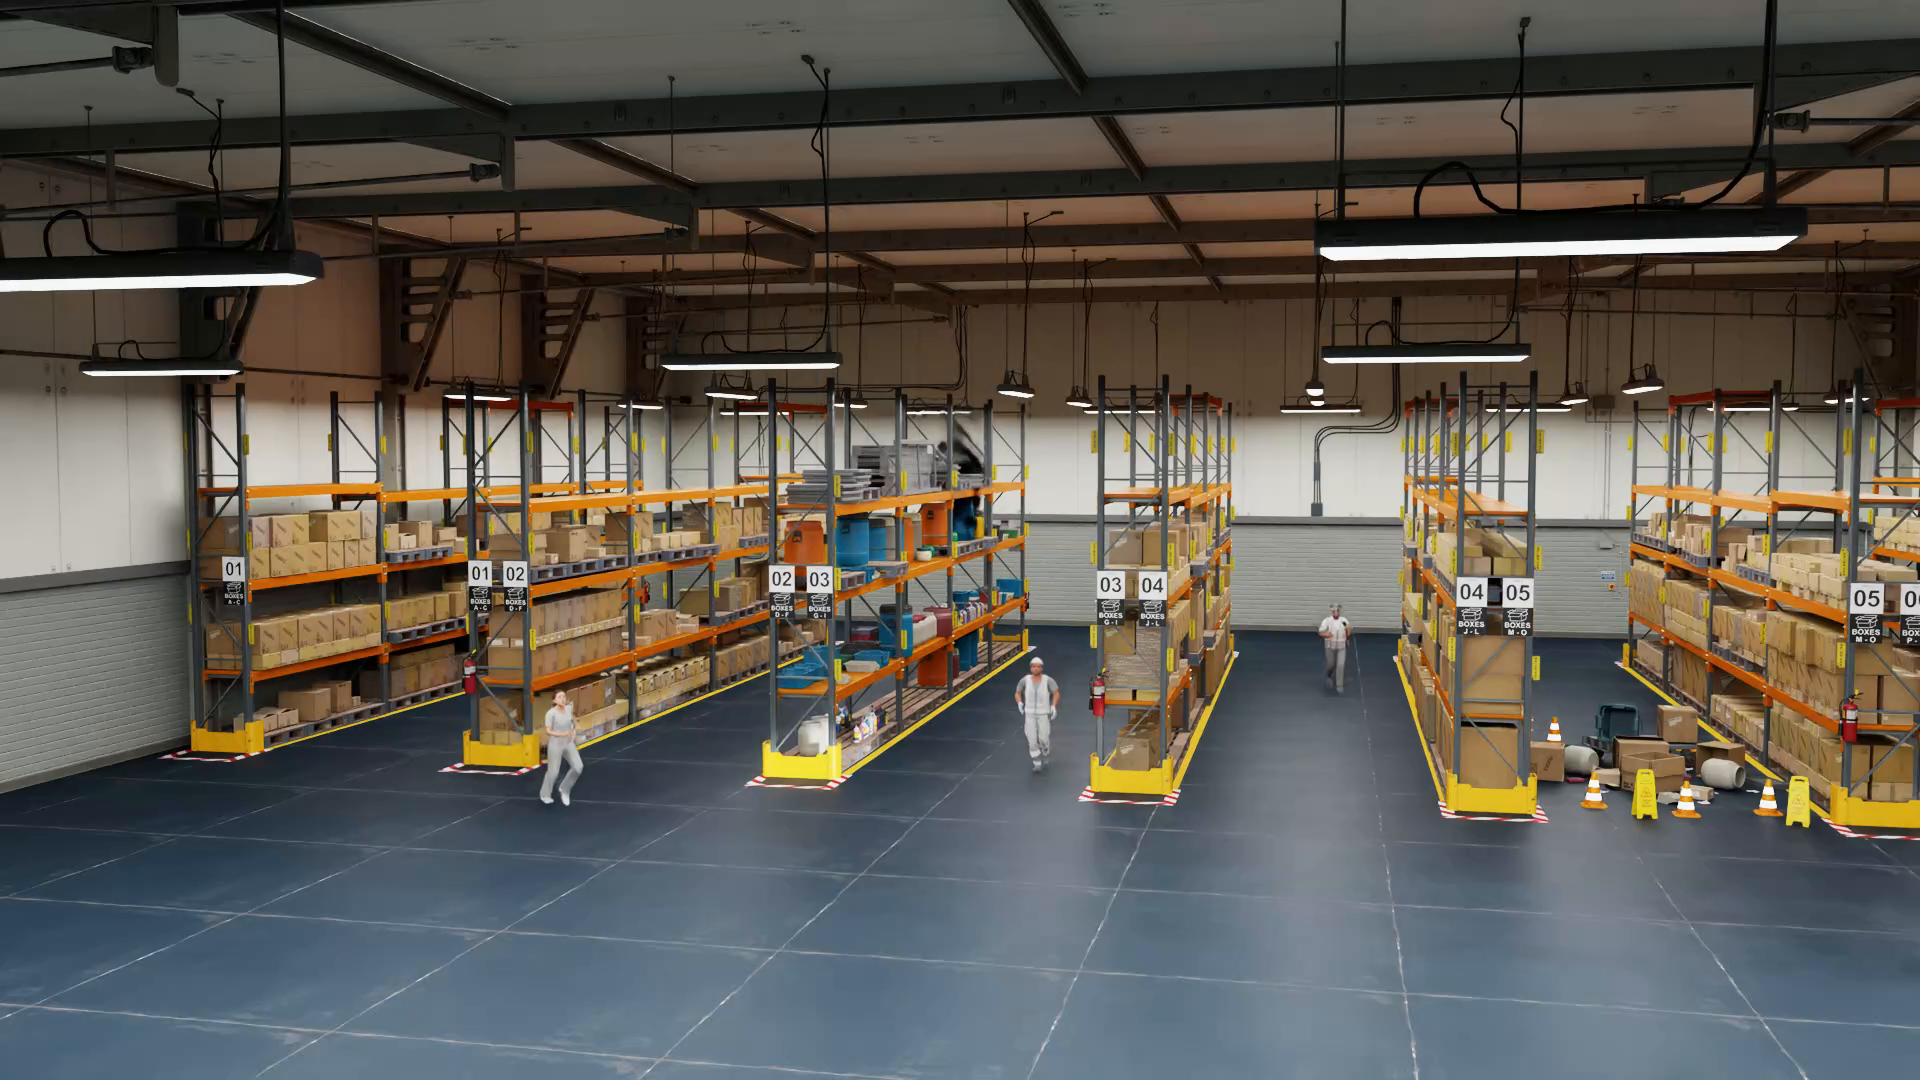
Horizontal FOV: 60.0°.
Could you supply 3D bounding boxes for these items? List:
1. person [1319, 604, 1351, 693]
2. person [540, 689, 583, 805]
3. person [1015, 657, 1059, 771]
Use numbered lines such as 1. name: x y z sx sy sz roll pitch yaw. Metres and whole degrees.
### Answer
1. person: 7.603 2.158 33.645 0.665 1.752 1.010 0 3 4
2. person: -5.483 2.848 22.919 0.572 1.620 0.823 -3 4 -42
3. person: 1.165 2.668 25.464 0.676 1.748 0.592 1 3 10
